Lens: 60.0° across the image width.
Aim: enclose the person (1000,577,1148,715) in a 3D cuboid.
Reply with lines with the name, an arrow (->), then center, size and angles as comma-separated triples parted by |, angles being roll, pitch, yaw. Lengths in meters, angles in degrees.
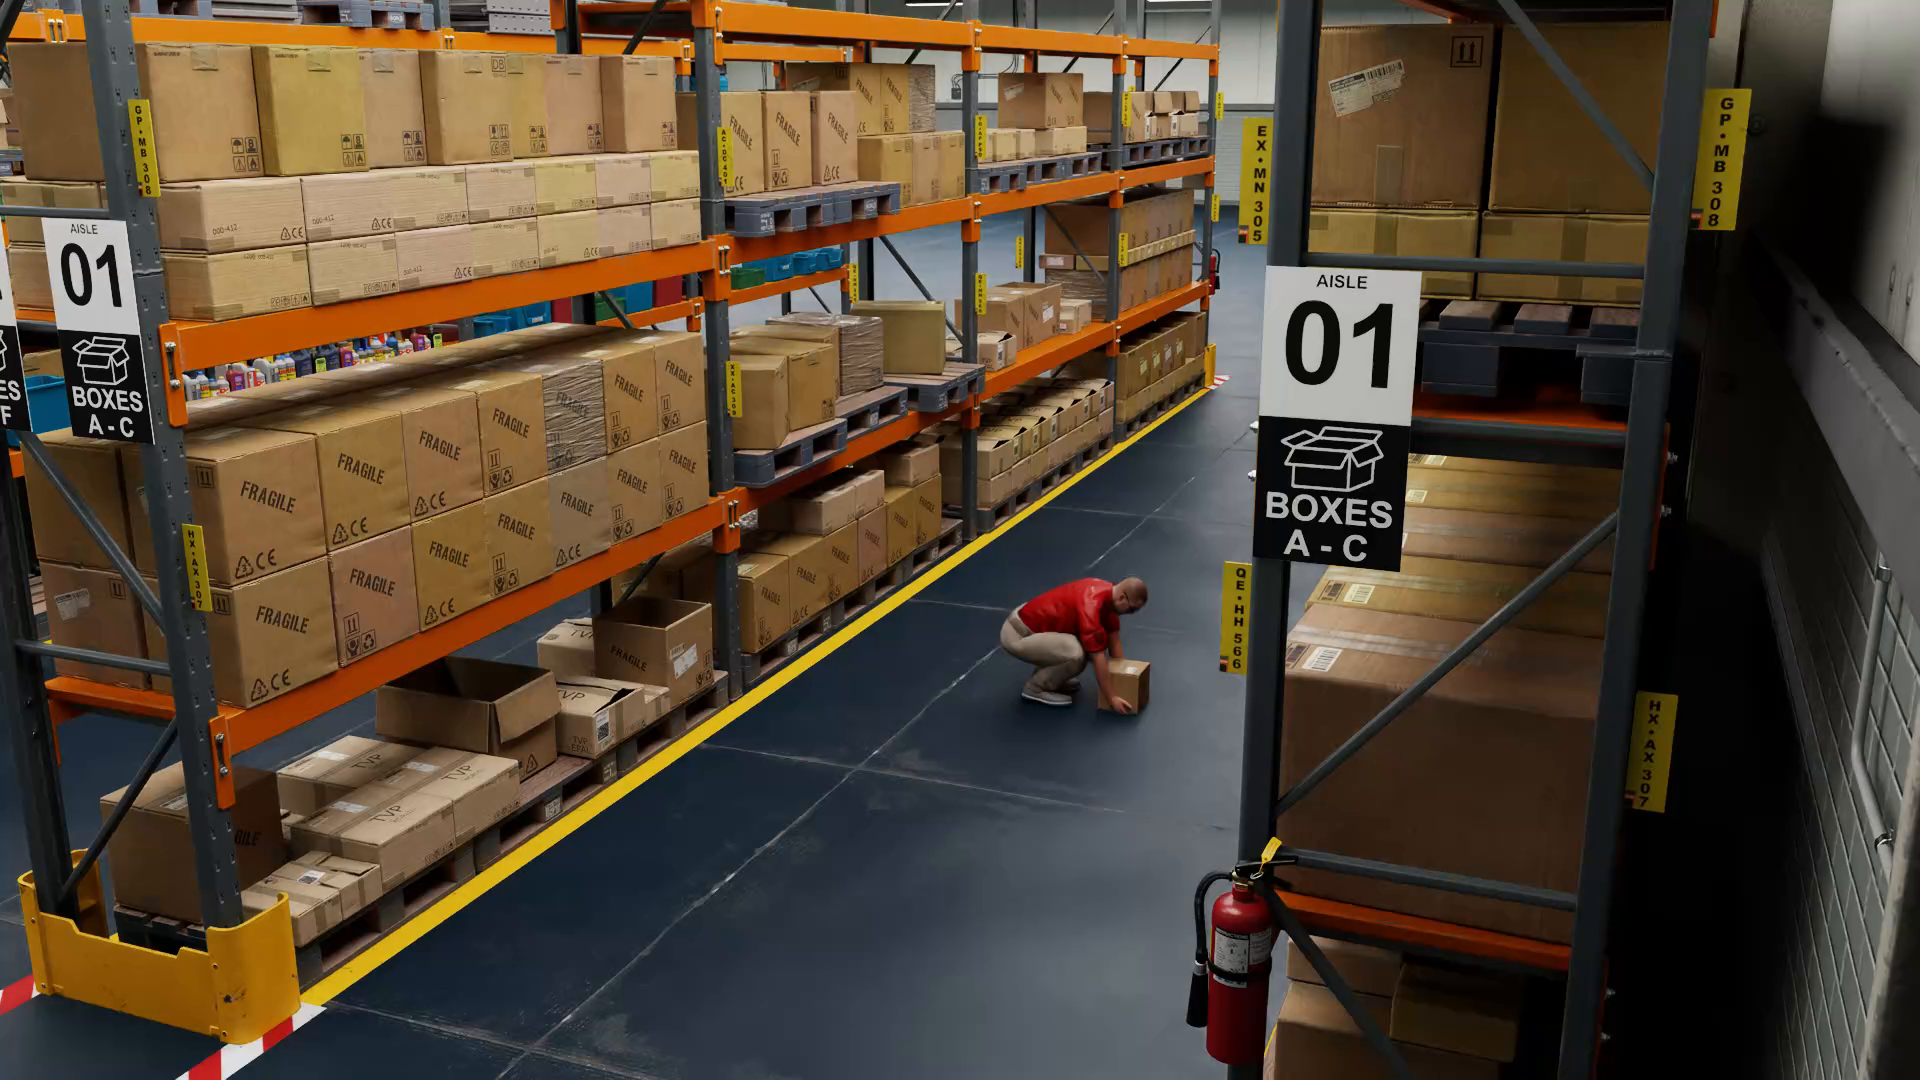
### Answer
person -> 0.721, 0.642, 10.167 | 0.826, 0.812, 0.534 | 6, 16, 21
